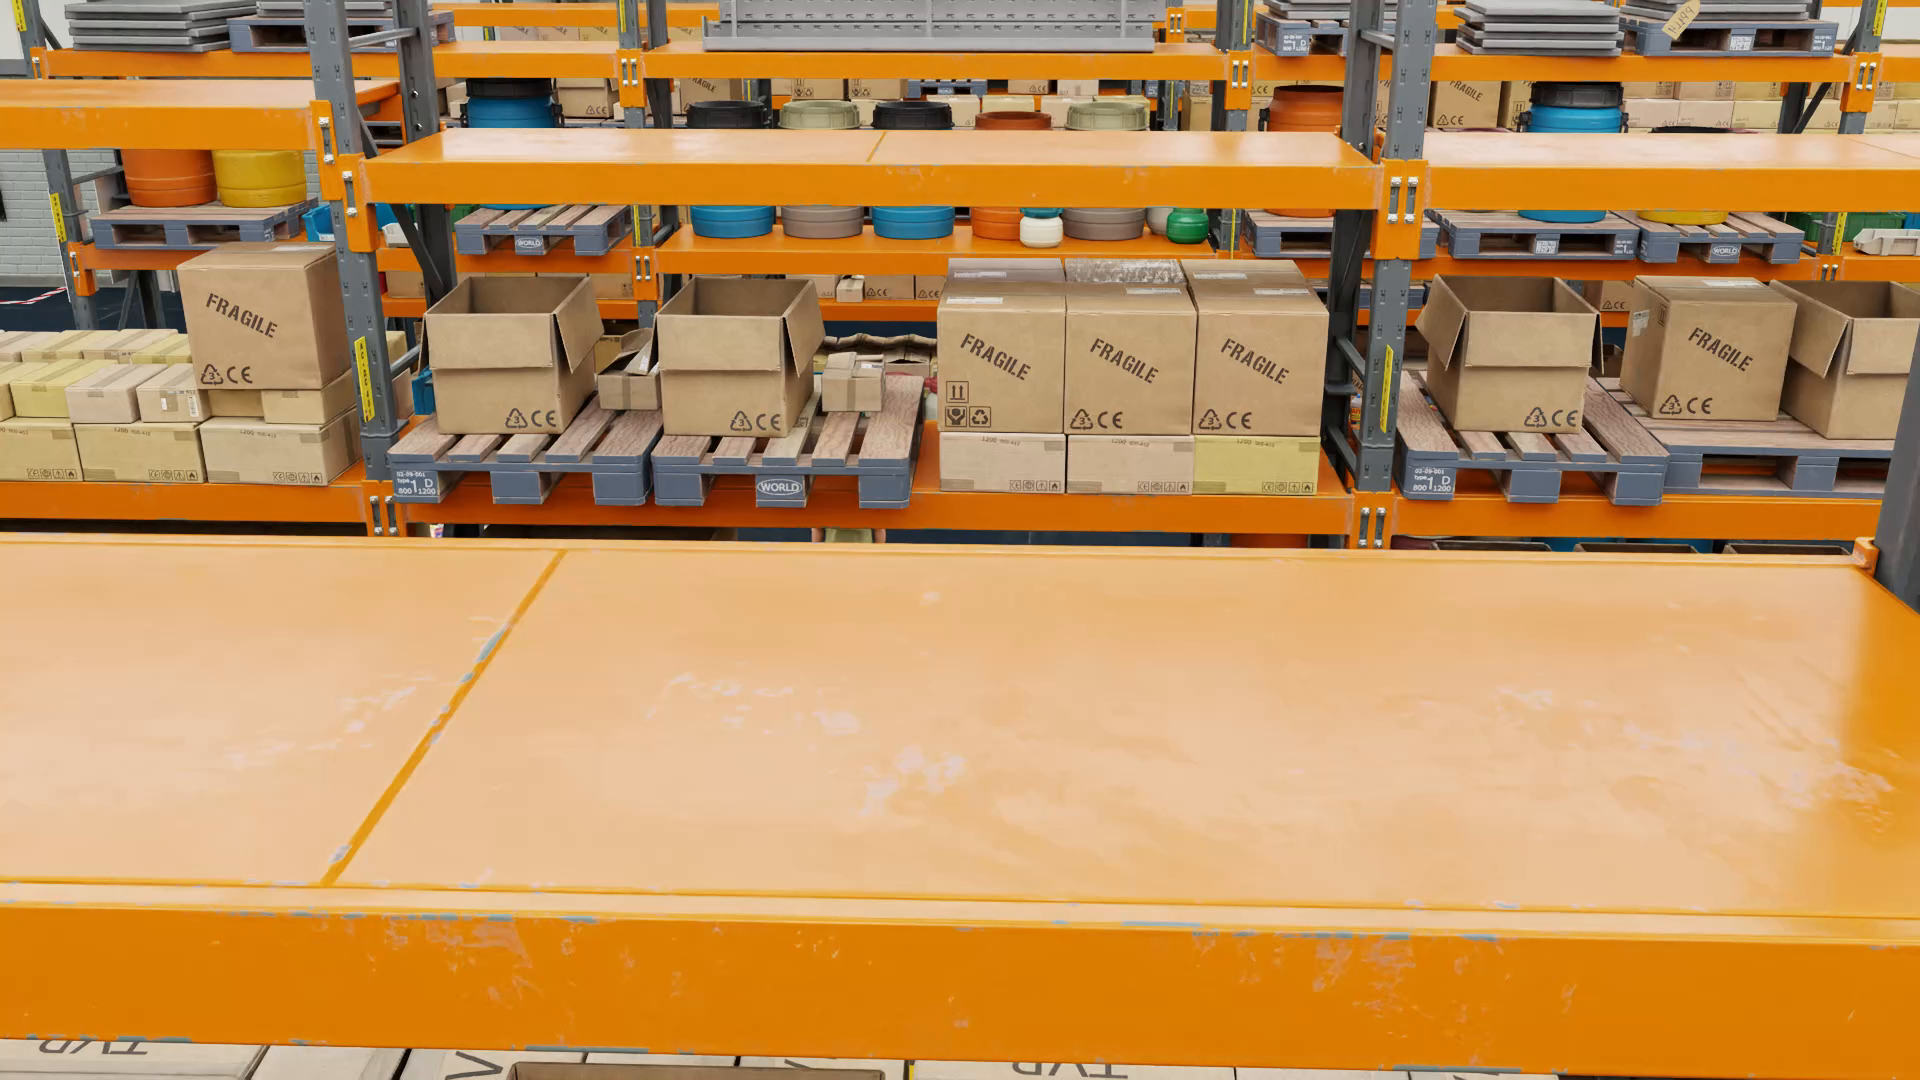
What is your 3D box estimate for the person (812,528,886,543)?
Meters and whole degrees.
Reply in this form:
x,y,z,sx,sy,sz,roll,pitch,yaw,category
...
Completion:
x,y,z,sx,sy,sz,roll,pitch,yaw,category
-0.753,0.181,11.220,0.511,1.671,0.364,0,21,-1,person
